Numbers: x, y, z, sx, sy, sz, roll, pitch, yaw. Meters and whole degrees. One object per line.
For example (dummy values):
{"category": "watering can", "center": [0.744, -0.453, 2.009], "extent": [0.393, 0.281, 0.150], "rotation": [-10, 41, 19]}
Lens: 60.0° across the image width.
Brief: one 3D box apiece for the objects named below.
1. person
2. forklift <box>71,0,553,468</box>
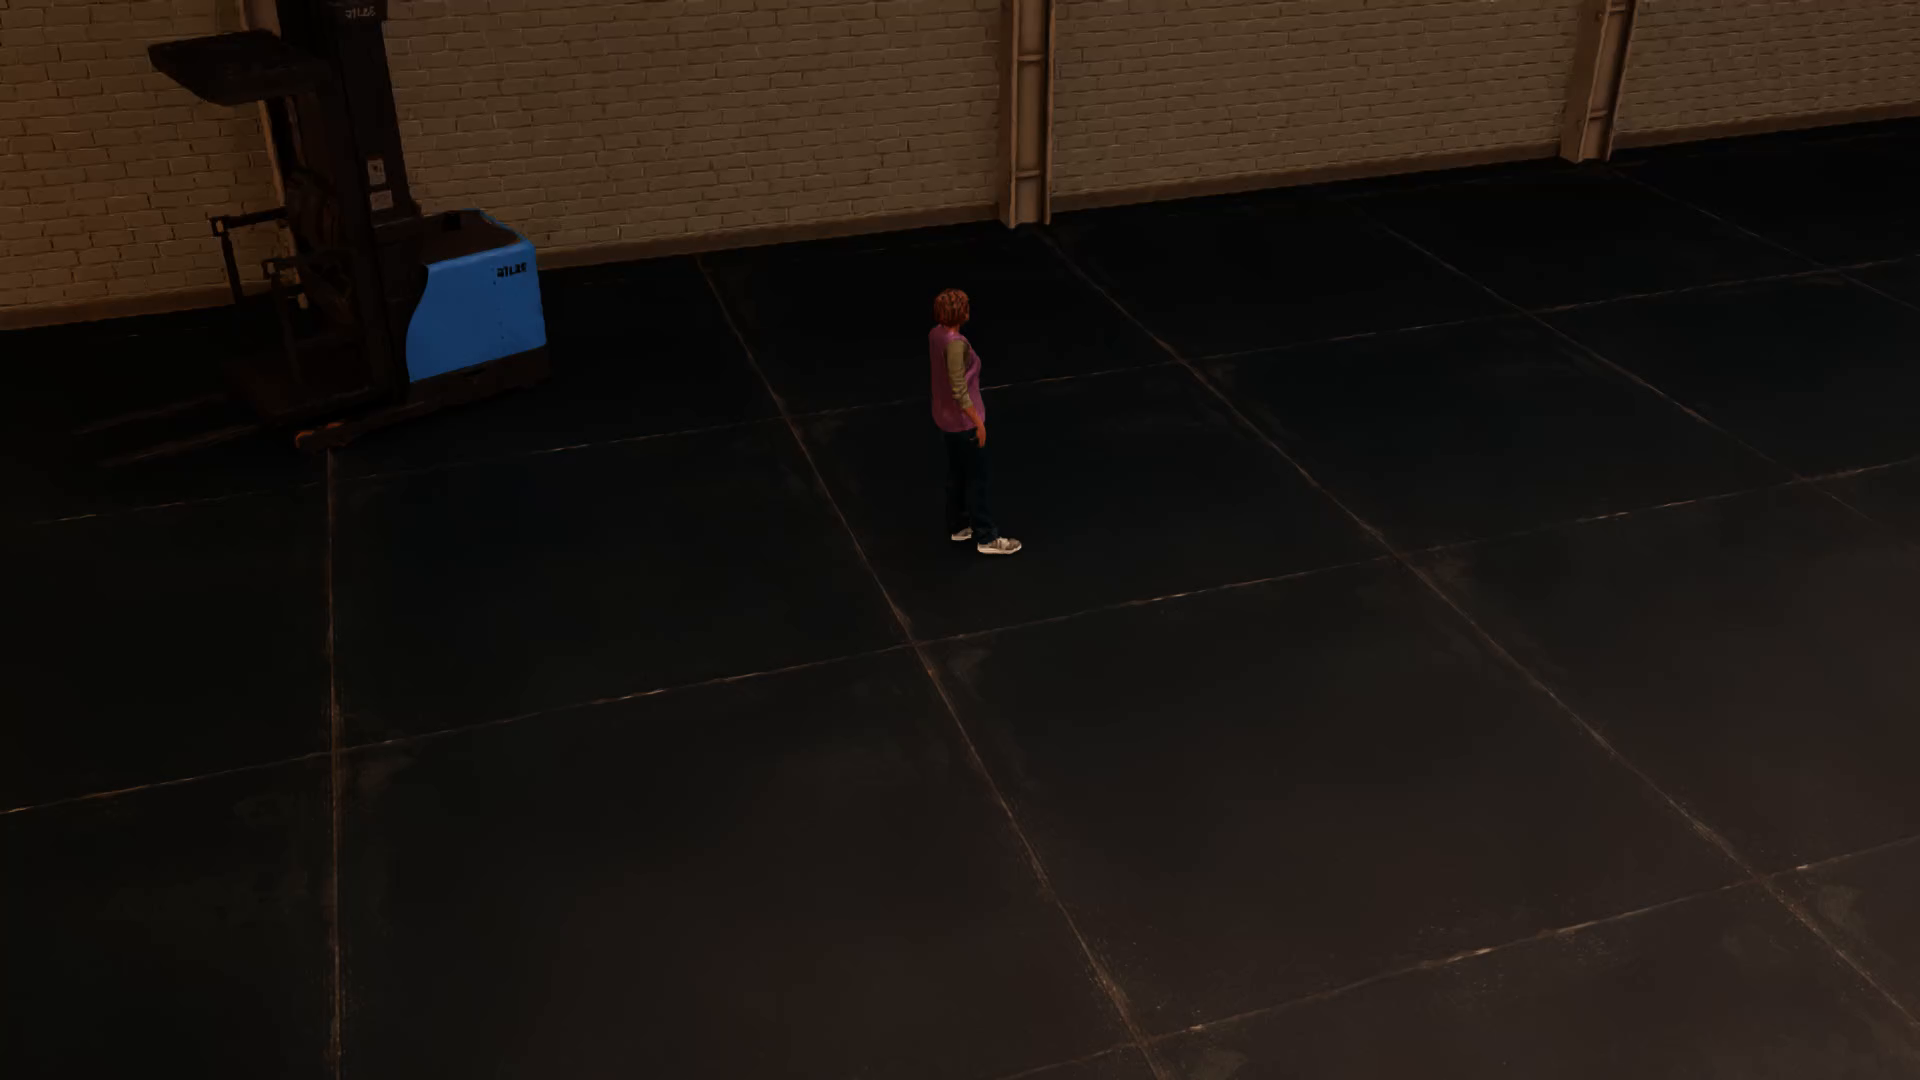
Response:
{"category": "person", "center": [0.075, -0.702, 9.634], "extent": [0.474, 1.593, 0.520], "rotation": [-10, 31, -16]}
{"category": "forklift", "center": [-4.395, -2.128, 10.786], "extent": [3.031, 2.935, 1.130], "rotation": [-22, 36, -33]}
